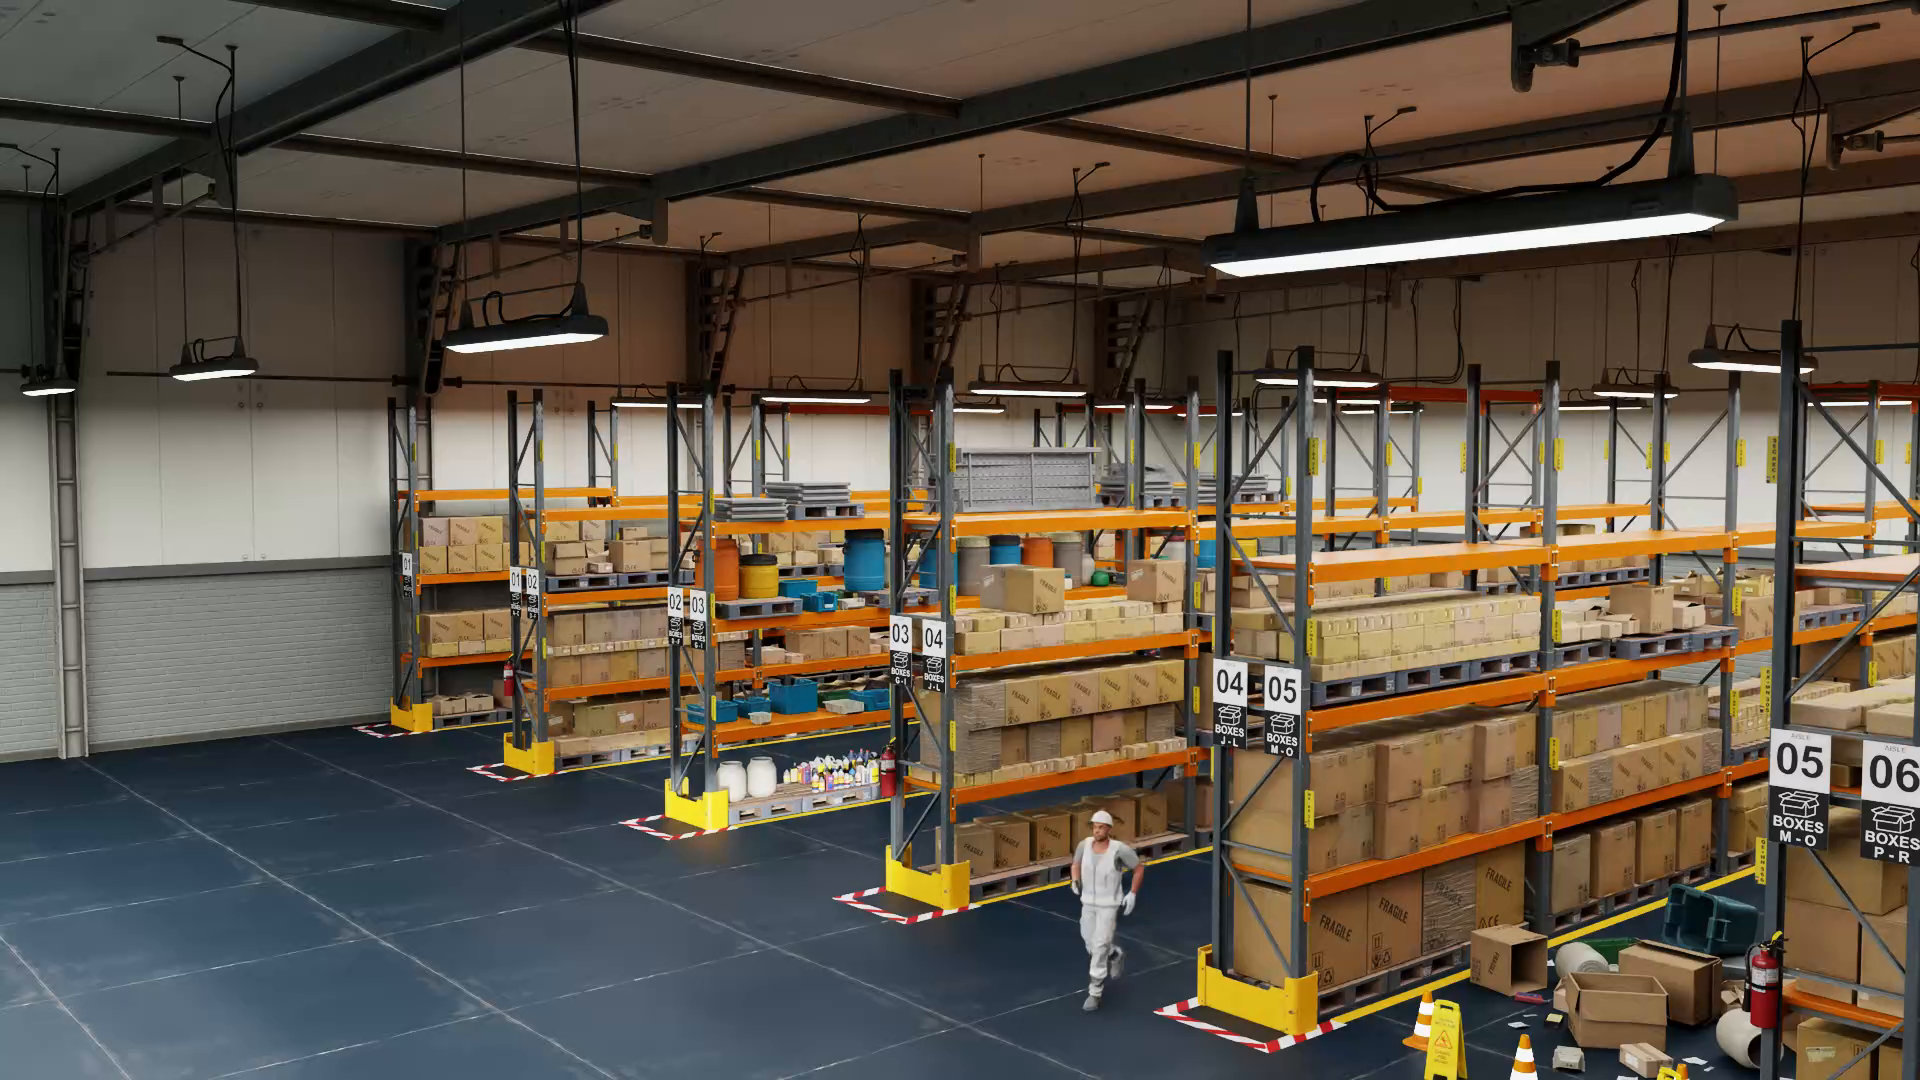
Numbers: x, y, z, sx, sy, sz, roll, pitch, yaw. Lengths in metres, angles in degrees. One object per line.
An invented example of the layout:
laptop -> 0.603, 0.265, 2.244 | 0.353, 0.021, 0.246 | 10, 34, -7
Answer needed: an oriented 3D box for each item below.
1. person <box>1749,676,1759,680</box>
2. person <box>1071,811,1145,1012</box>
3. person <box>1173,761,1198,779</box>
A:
person -> 12.053, 2.882, 25.165 | 0.838, 1.663, 0.577 | -3, 4, -37
person -> 1.333, 3.387, 15.447 | 0.696, 1.778, 0.837 | 2, 4, 34
person -> 3.373, 2.823, 25.063 | 0.664, 1.790, 0.944 | 3, 4, 41
